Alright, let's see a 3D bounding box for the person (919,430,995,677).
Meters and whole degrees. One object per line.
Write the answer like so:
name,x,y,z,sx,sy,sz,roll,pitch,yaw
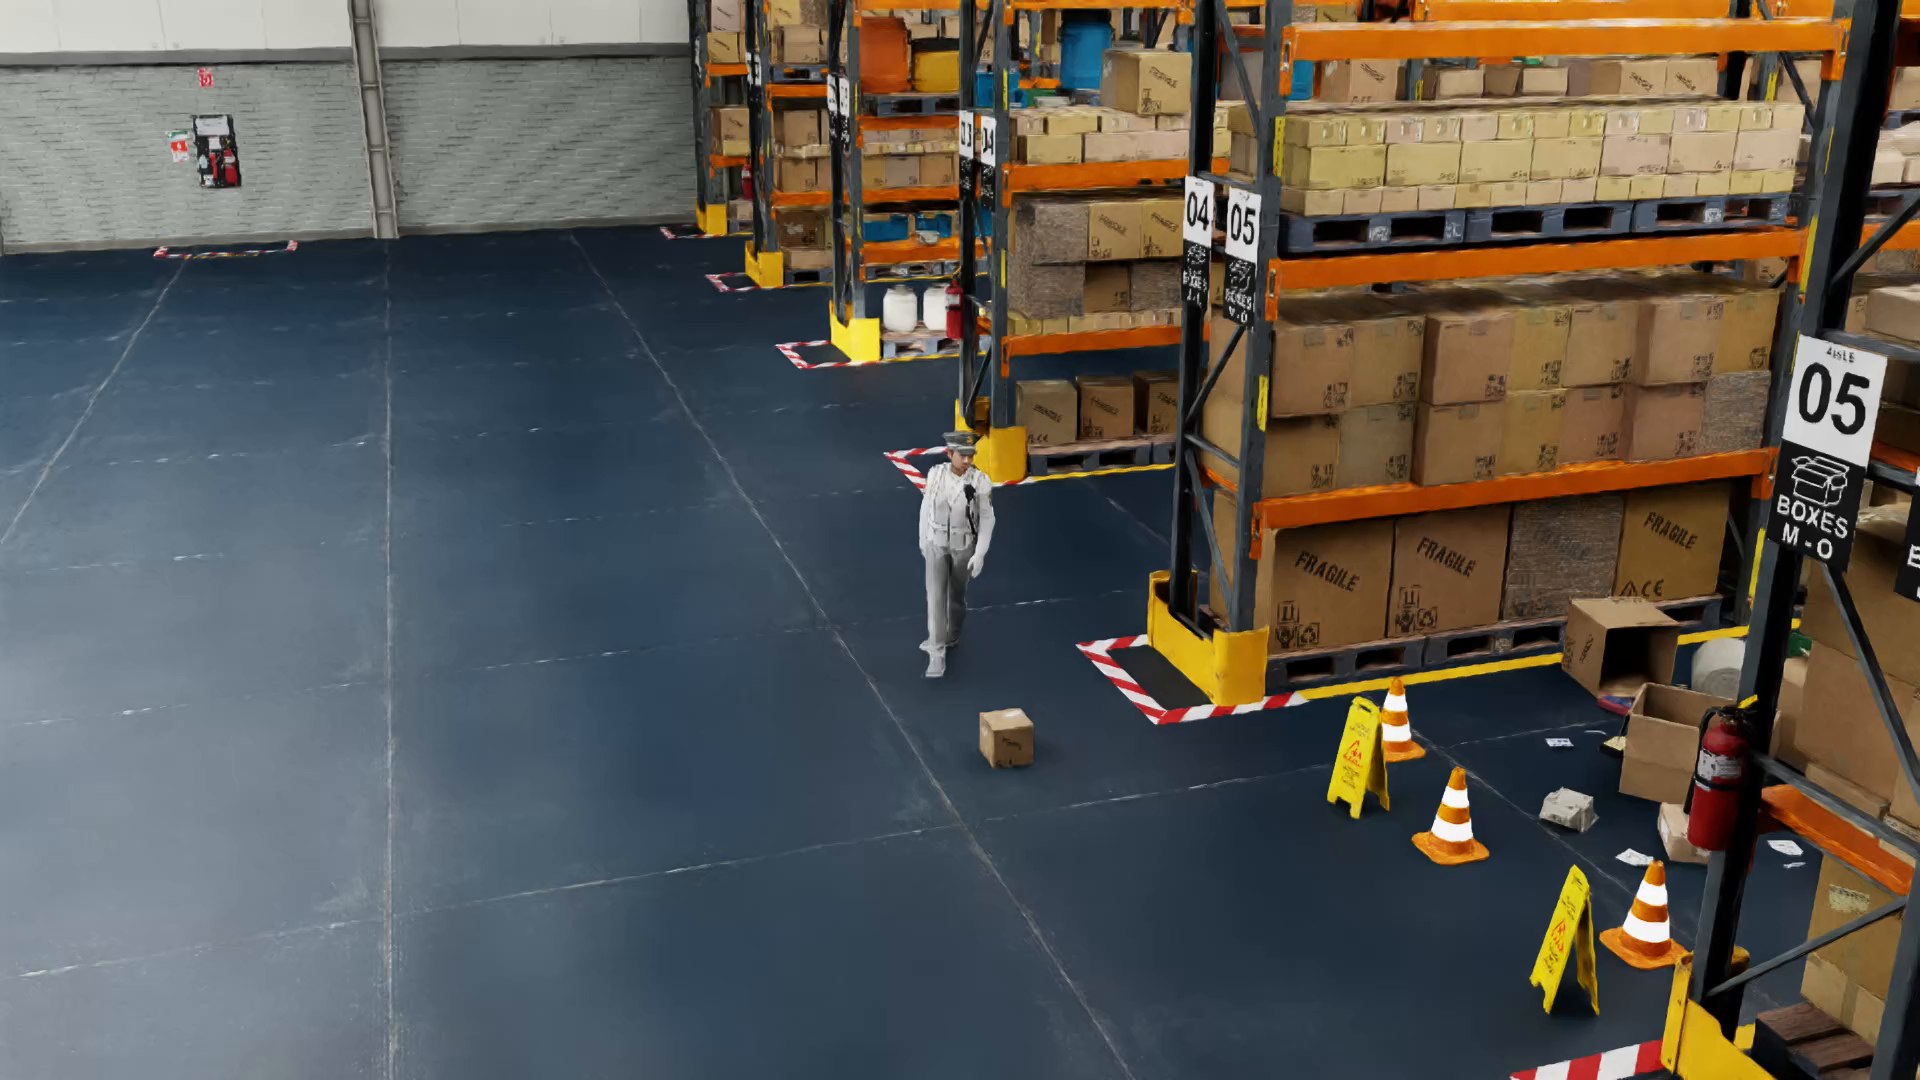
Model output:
person,-0.059,0.073,10.868,0.551,1.640,0.804,4,20,12
